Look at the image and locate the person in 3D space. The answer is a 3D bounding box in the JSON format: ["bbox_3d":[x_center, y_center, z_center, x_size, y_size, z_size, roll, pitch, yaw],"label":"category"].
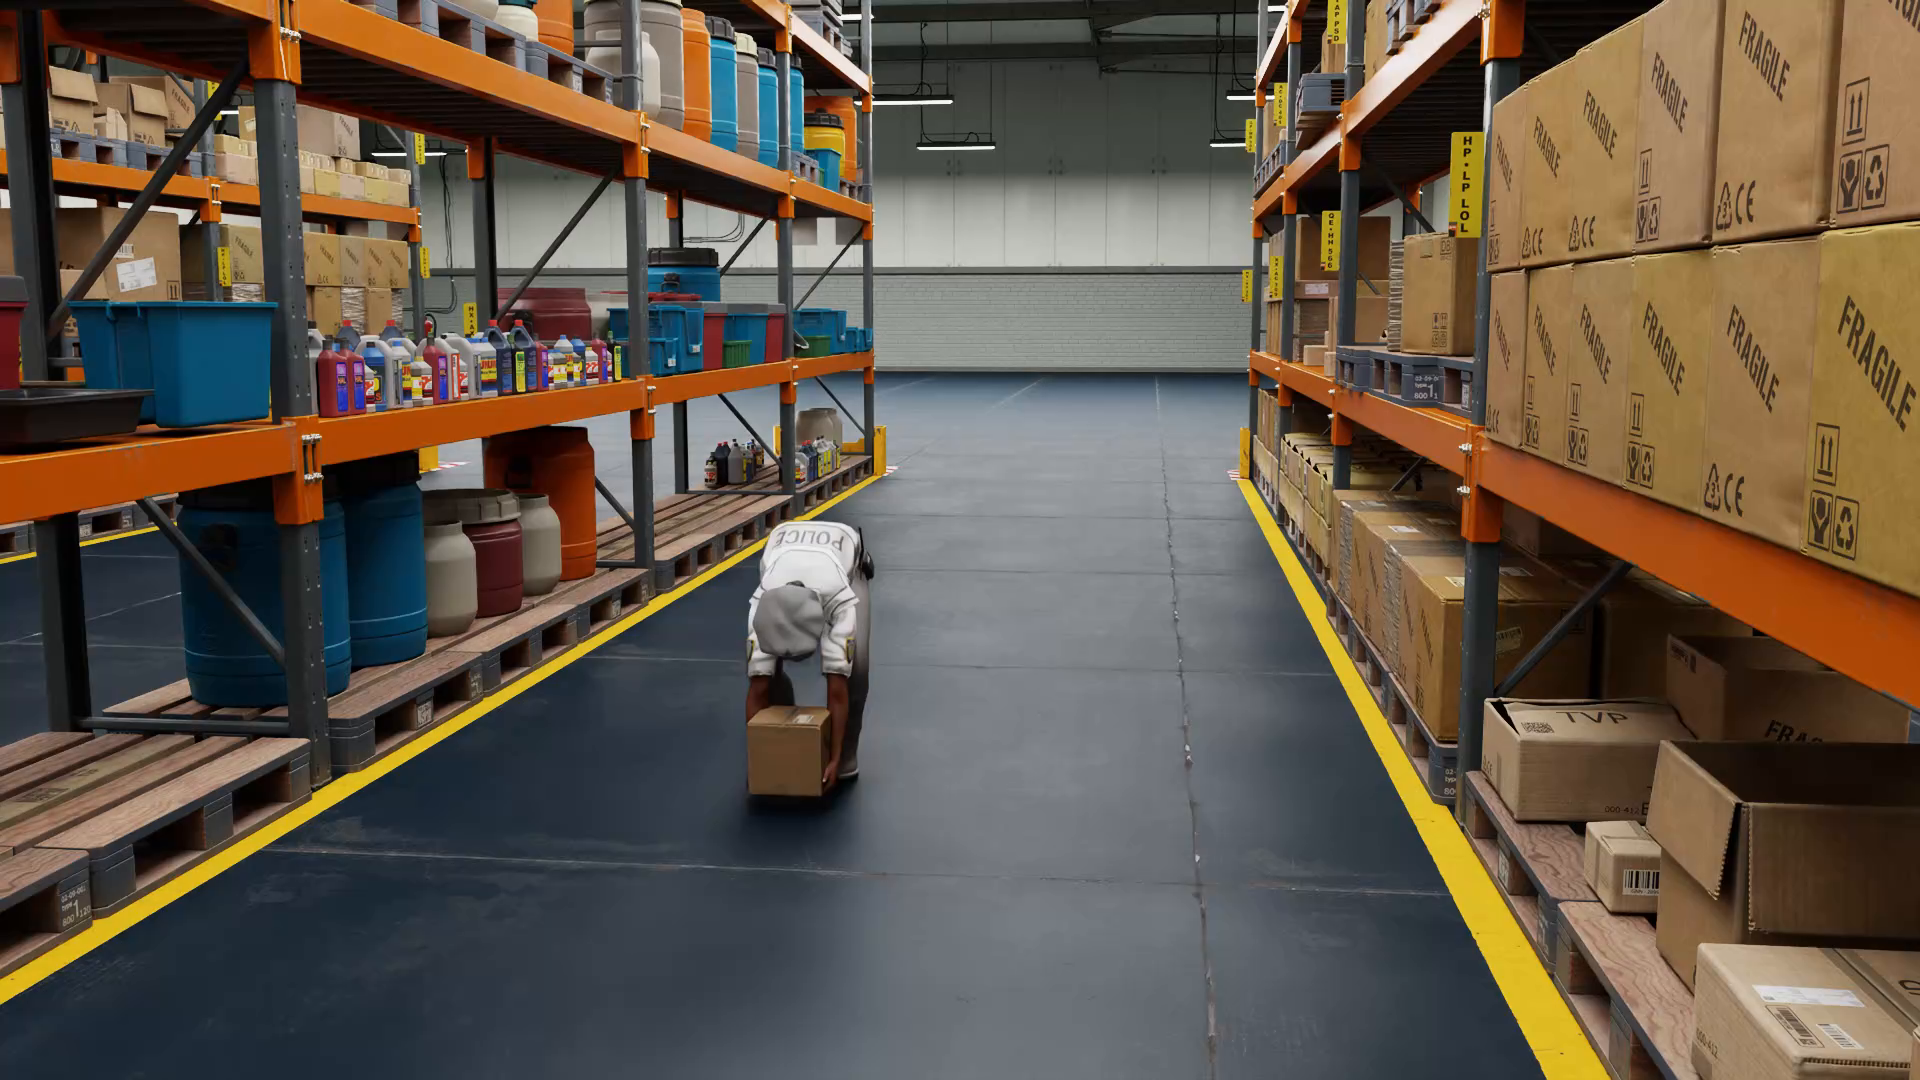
[{"bbox_3d":[-0.551,0.419,5.971,0.450,0.922,0.906,0,8,3],"label":"person"}]
